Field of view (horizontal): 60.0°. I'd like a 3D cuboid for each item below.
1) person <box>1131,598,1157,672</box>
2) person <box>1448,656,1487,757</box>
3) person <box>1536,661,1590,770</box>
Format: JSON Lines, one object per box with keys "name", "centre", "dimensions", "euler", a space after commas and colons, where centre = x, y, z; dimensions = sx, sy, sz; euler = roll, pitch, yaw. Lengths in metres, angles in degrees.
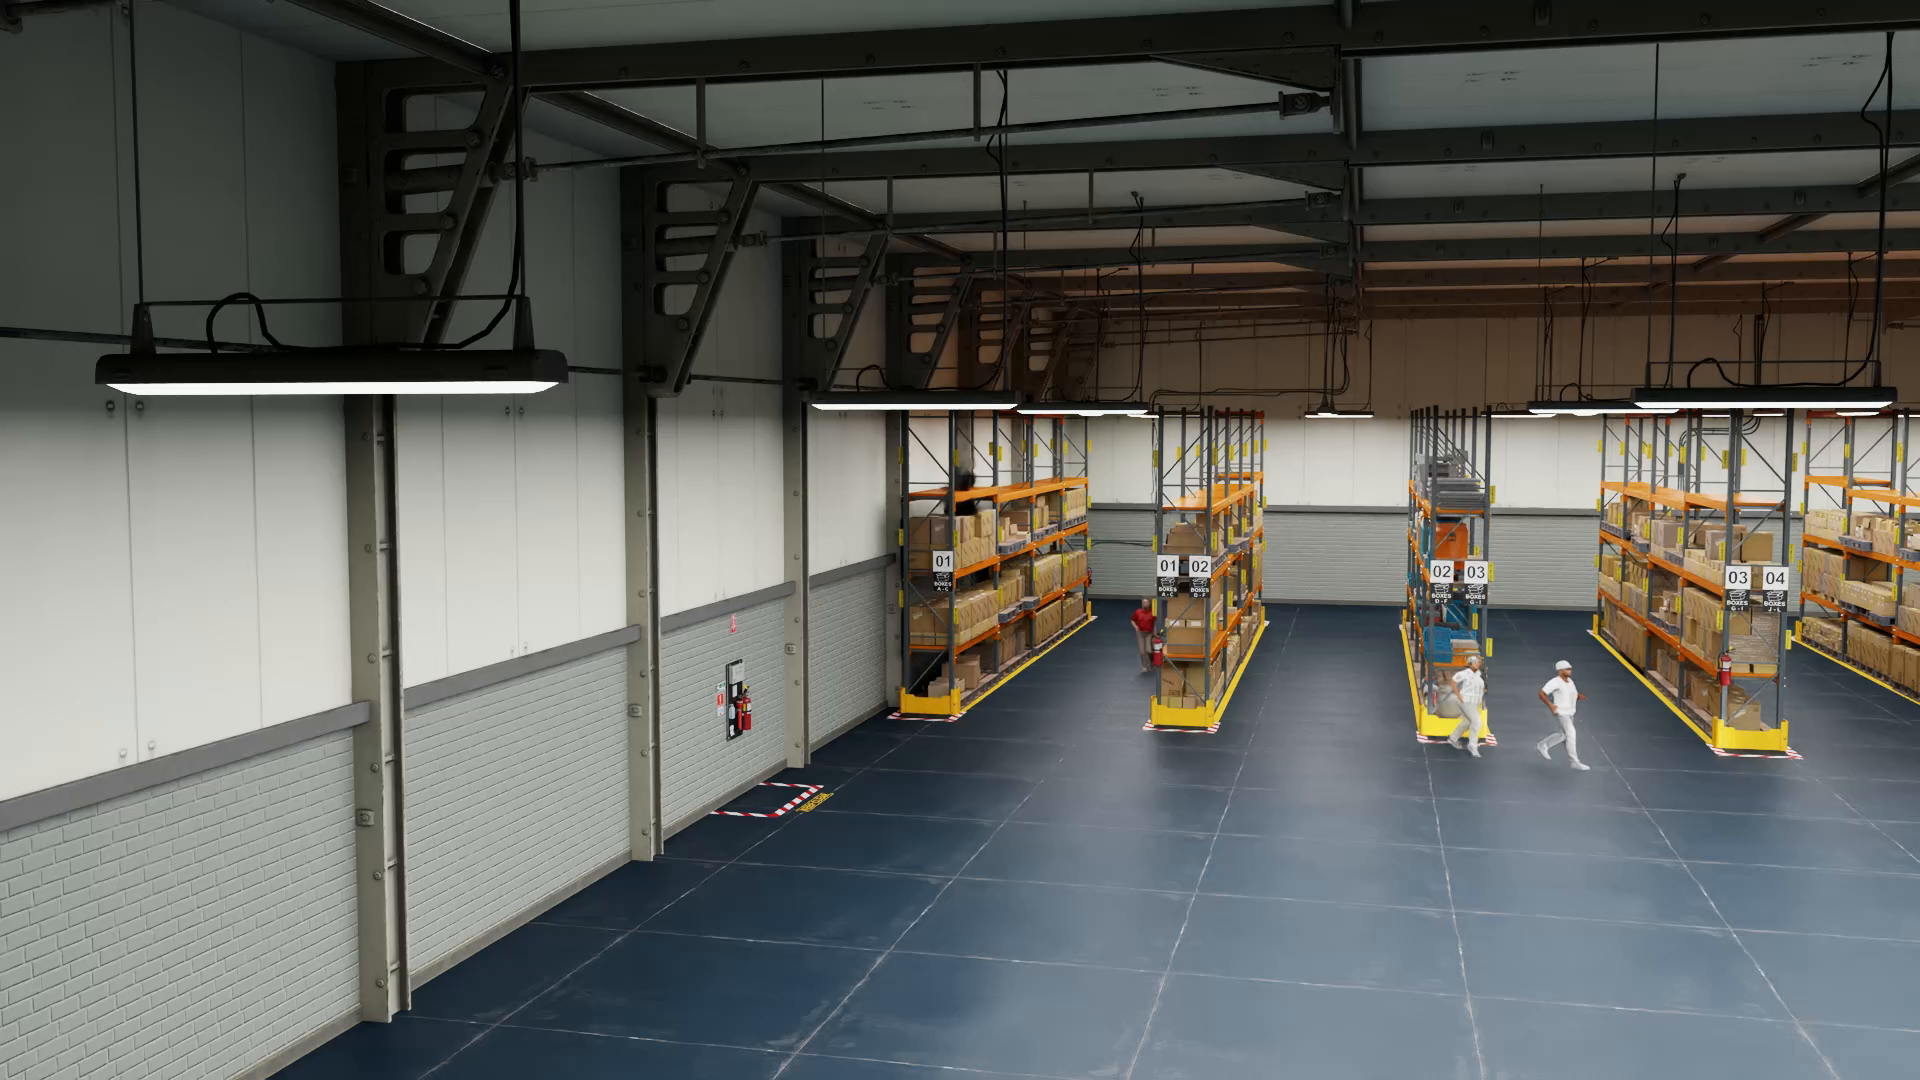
{"name": "person", "centre": [4.192, 2.170, 37.684], "dimensions": [0.662, 1.694, 0.587], "euler": [1, 4, 14]}
{"name": "person", "centre": [8.762, 2.847, 28.698], "dimensions": [0.599, 1.728, 0.710], "euler": [-4, 6, -44]}
{"name": "person", "centre": [9.937, 2.855, 27.385], "dimensions": [0.707, 1.746, 0.986], "euler": [-4, 6, -44]}
